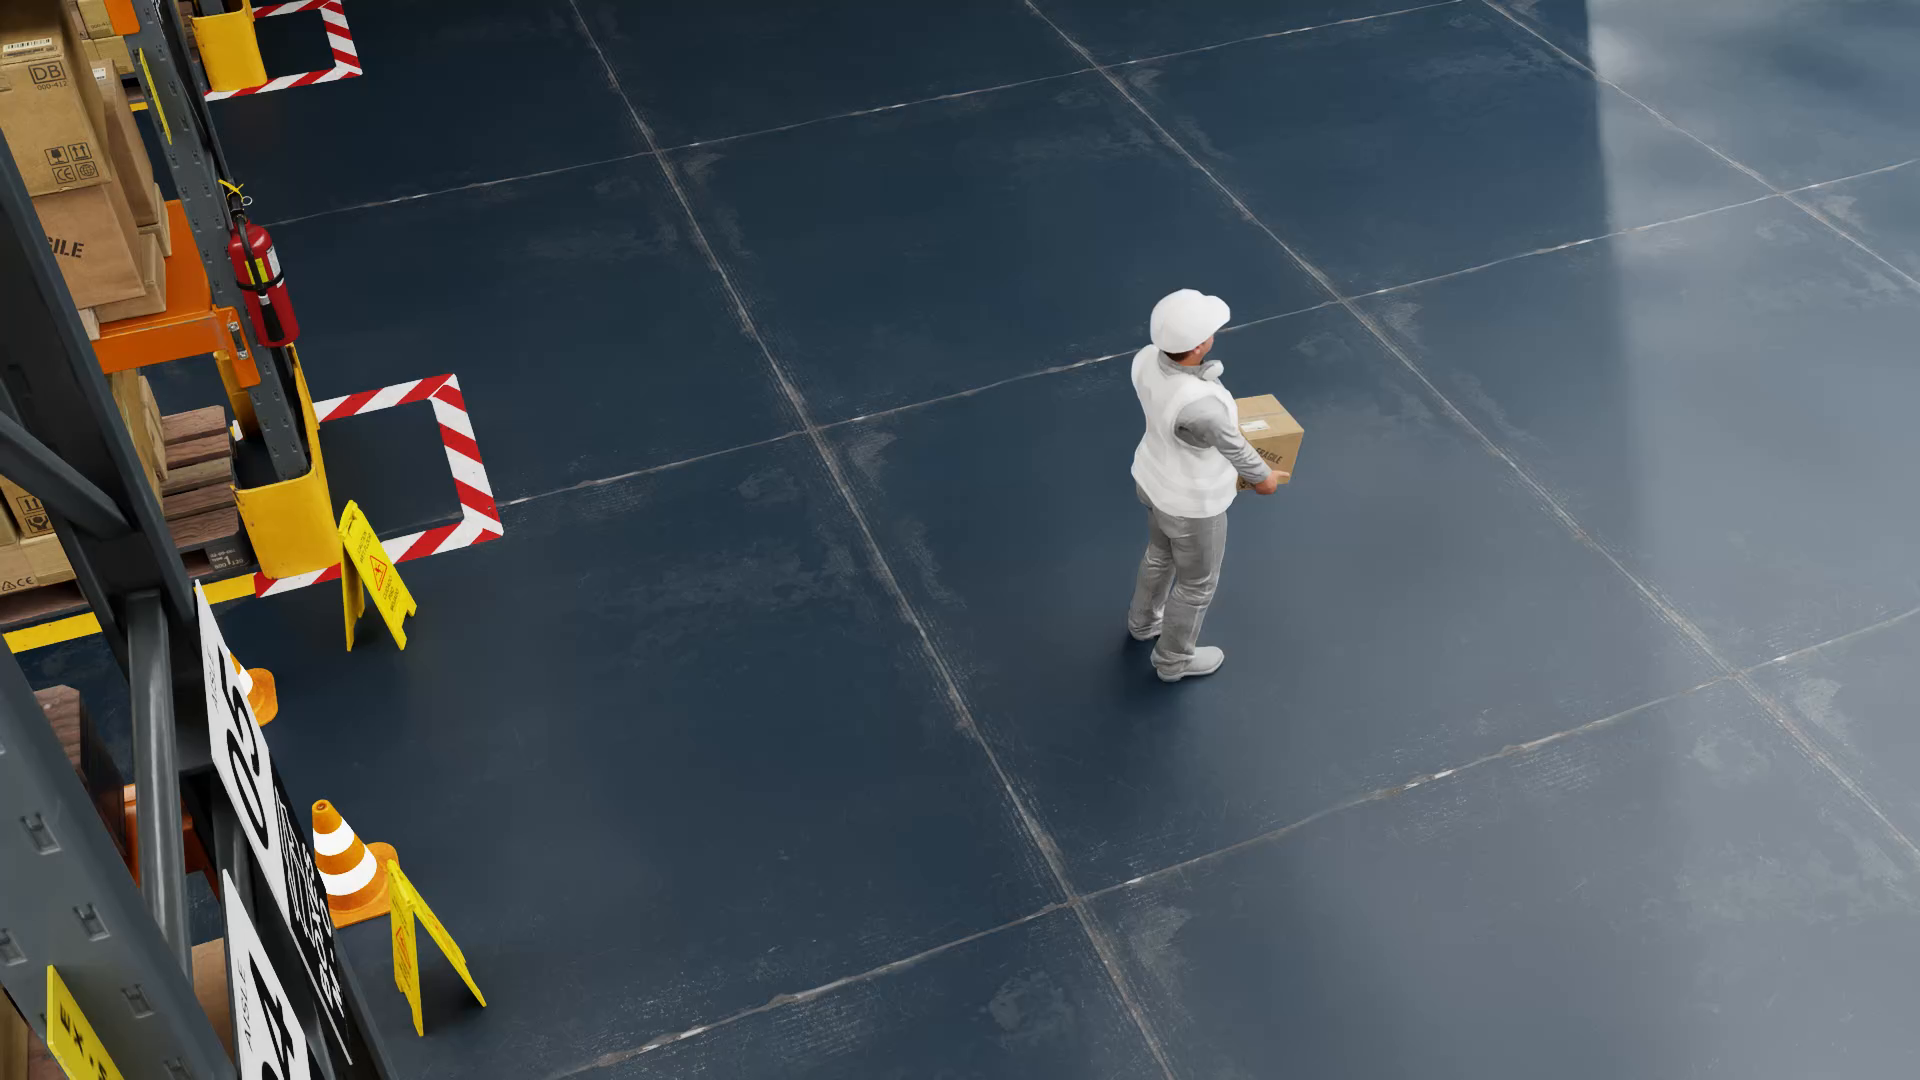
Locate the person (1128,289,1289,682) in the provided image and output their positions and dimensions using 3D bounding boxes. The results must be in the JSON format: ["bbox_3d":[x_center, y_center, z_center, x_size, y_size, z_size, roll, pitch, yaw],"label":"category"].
[{"bbox_3d":[0.941,-0.235,6.412,0.562,1.762,0.494,-15,44,-16],"label":"person"}]
